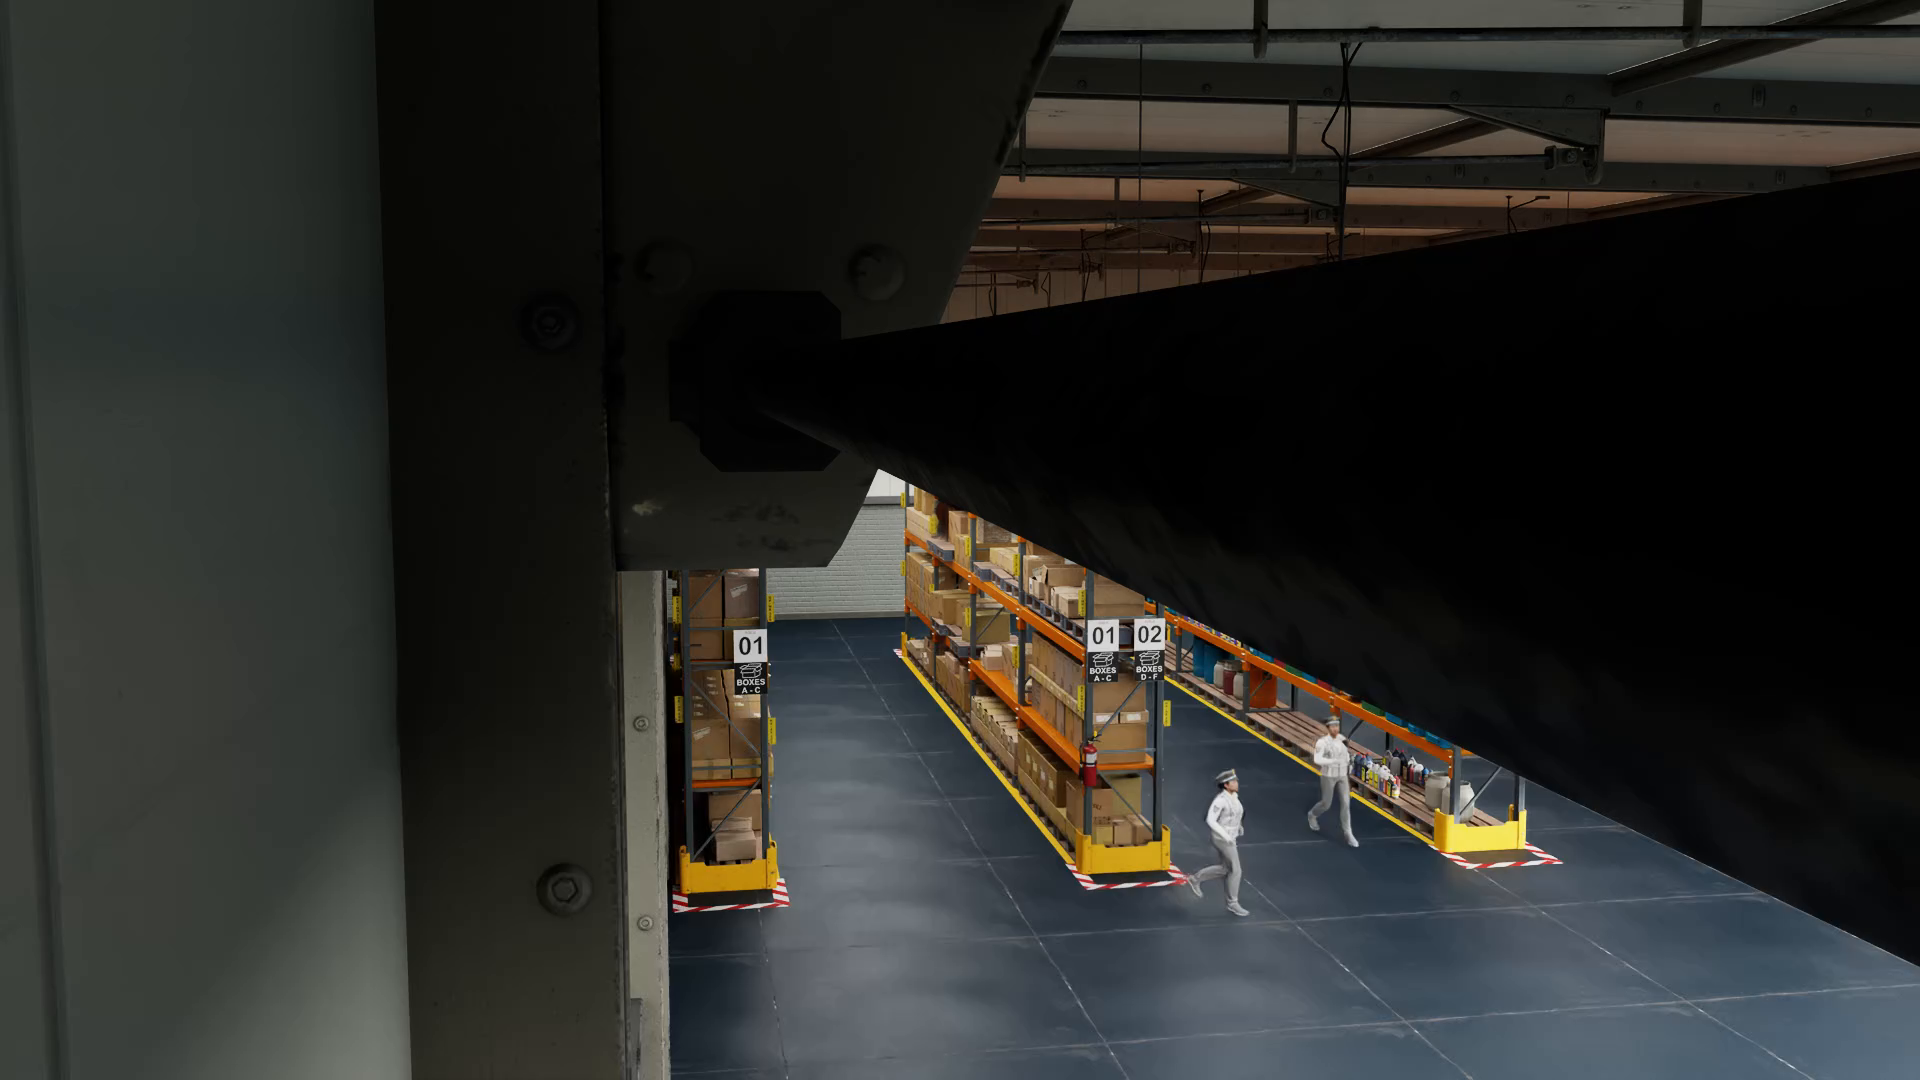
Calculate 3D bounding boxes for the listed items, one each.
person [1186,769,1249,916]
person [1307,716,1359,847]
[{"bbox_3d":[3.037,3.486,19.406,0.755,1.710,0.631,3,7,26],"label":"person"},{"bbox_3d":[5.037,3.175,22.277,0.624,1.664,1.000,-2,6,-15],"label":"person"}]
